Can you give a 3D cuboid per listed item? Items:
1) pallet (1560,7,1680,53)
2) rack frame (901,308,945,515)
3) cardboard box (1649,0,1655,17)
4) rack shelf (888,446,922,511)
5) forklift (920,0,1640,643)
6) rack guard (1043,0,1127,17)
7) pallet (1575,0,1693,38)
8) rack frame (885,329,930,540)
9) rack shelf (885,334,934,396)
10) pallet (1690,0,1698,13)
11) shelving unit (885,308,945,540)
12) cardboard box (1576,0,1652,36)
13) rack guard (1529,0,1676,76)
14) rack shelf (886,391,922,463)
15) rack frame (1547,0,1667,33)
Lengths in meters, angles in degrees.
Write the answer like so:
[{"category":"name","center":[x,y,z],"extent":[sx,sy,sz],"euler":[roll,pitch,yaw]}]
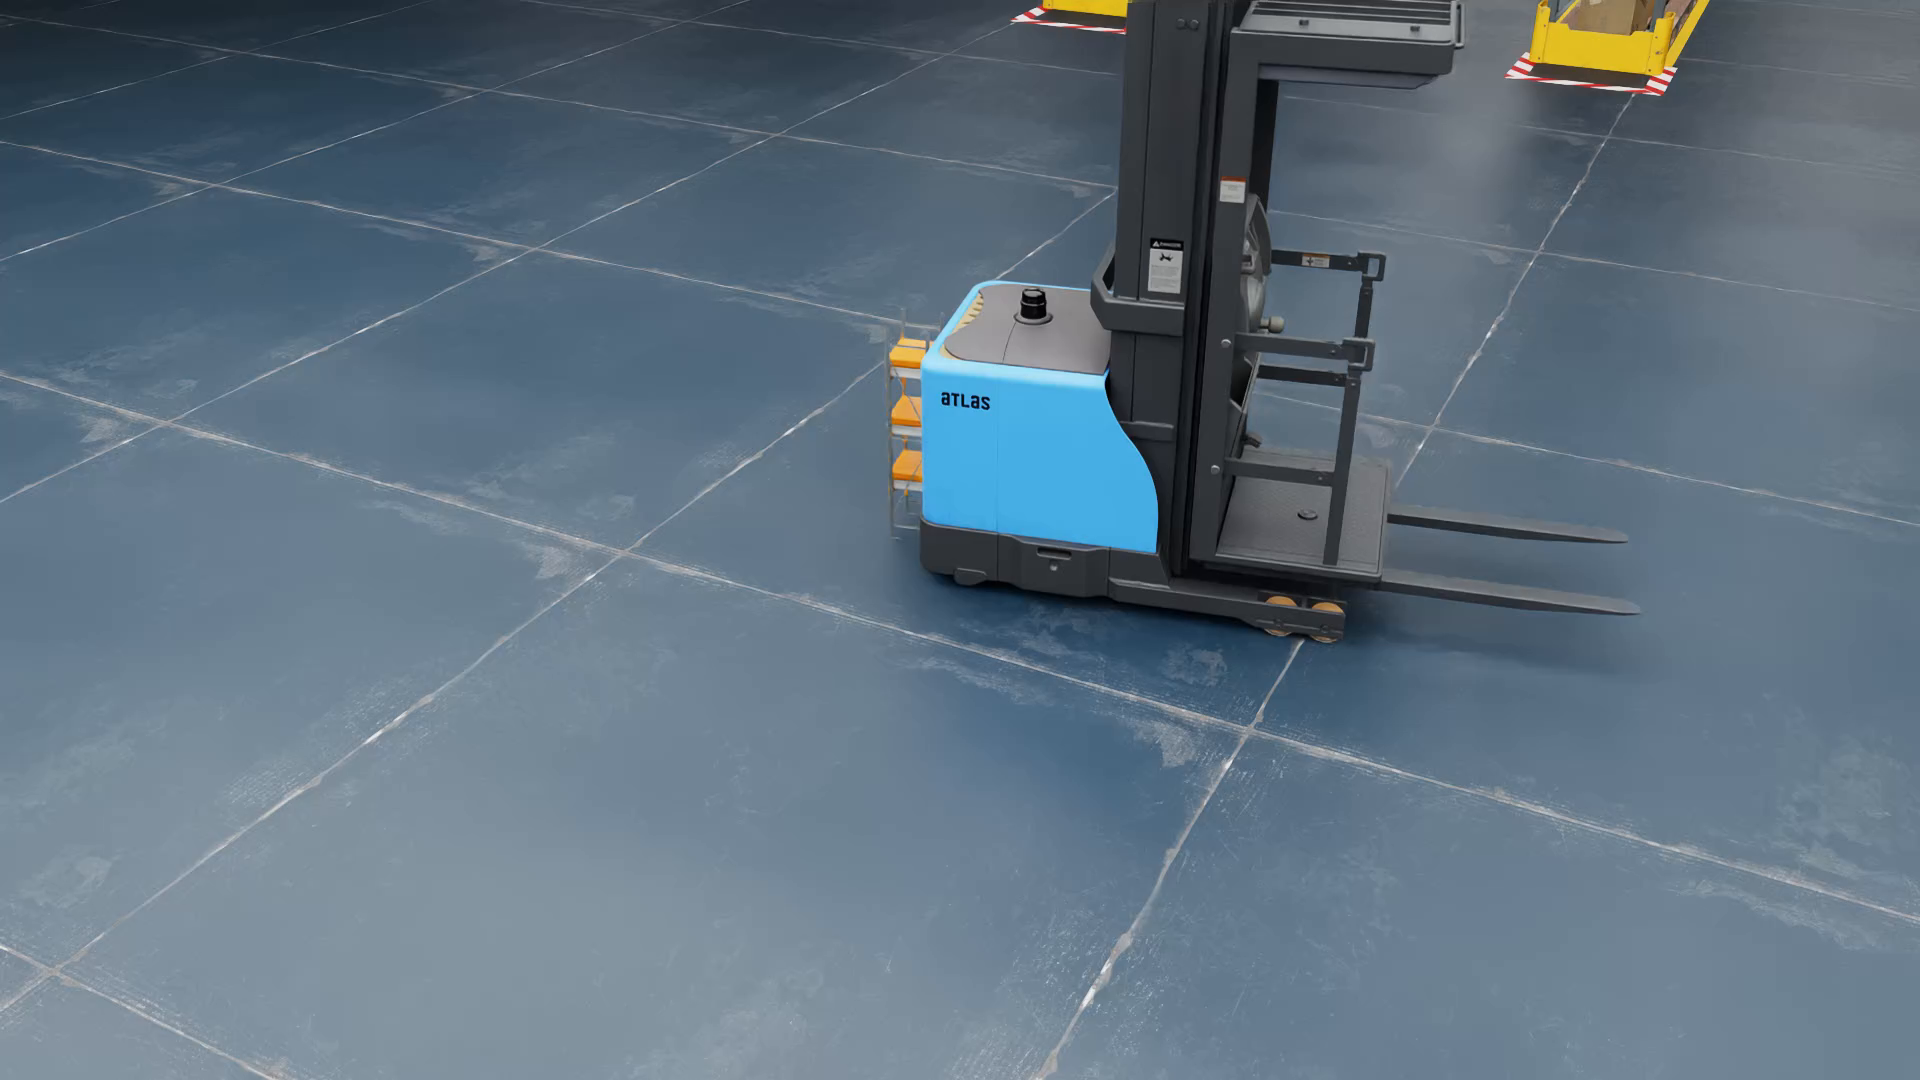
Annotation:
[{"category":"pallet","center":[6.302,-4.855,15.993],"extent":[1.003,0.211,1.213],"euler":[14,33,23]},{"category":"rack frame","center":[-0.165,-0.568,7.685],"extent":[0.200,1.050,0.008],"euler":[7,31,13]},{"category":"cardboard box","center":[6.407,-5.322,16.095],"extent":[0.500,0.500,0.500],"euler":[24,38,36]},{"category":"rack shelf","center":[-0.196,-0.259,7.726],"extent":[0.215,0.259,0.240],"euler":[7,31,13]},{"category":"forklift","center":[1.397,-1.134,6.781],"extent":[3.031,2.935,1.130],"euler":[8,31,13]},{"category":"rack guard","center":[1.449,-5.762,17.283],"extent":[1.175,0.500,0.348],"euler":[14,33,23]},{"category":"pallet","center":[6.859,-5.394,16.931],"extent":[1.003,0.211,1.213],"euler":[14,33,23]},{"category":"rack frame","center":[-0.228,-0.451,7.480],"extent":[0.200,1.050,0.008],"euler":[7,31,13]},{"category":"rack shelf","center":[-0.197,-0.747,7.447],"extent":[0.215,0.259,0.240],"euler":[7,31,13]},{"category":"pallet","center":[7.413,-5.937,17.876],"extent":[1.003,0.211,1.213],"euler":[14,33,23]},{"category":"shelving unit","center":[-0.197,-0.510,7.583],"extent":[0.215,1.050,0.252],"euler":[7,31,13]},{"category":"cardboard box","center":[6.165,-5.050,15.620],"extent":[0.500,0.500,0.500],"euler":[21,36,32]},{"category":"rack guard","center":[5.900,-4.628,15.307],"extent":[1.175,0.500,0.348],"euler":[14,33,23]},{"category":"rack shelf","center":[-0.197,-0.500,7.588],"extent":[0.215,0.259,0.240],"euler":[7,31,13]},{"category":"rack frame","center":[5.866,-5.678,14.626],"extent":[1.000,3.000,0.127],"euler":[14,33,23]}]
